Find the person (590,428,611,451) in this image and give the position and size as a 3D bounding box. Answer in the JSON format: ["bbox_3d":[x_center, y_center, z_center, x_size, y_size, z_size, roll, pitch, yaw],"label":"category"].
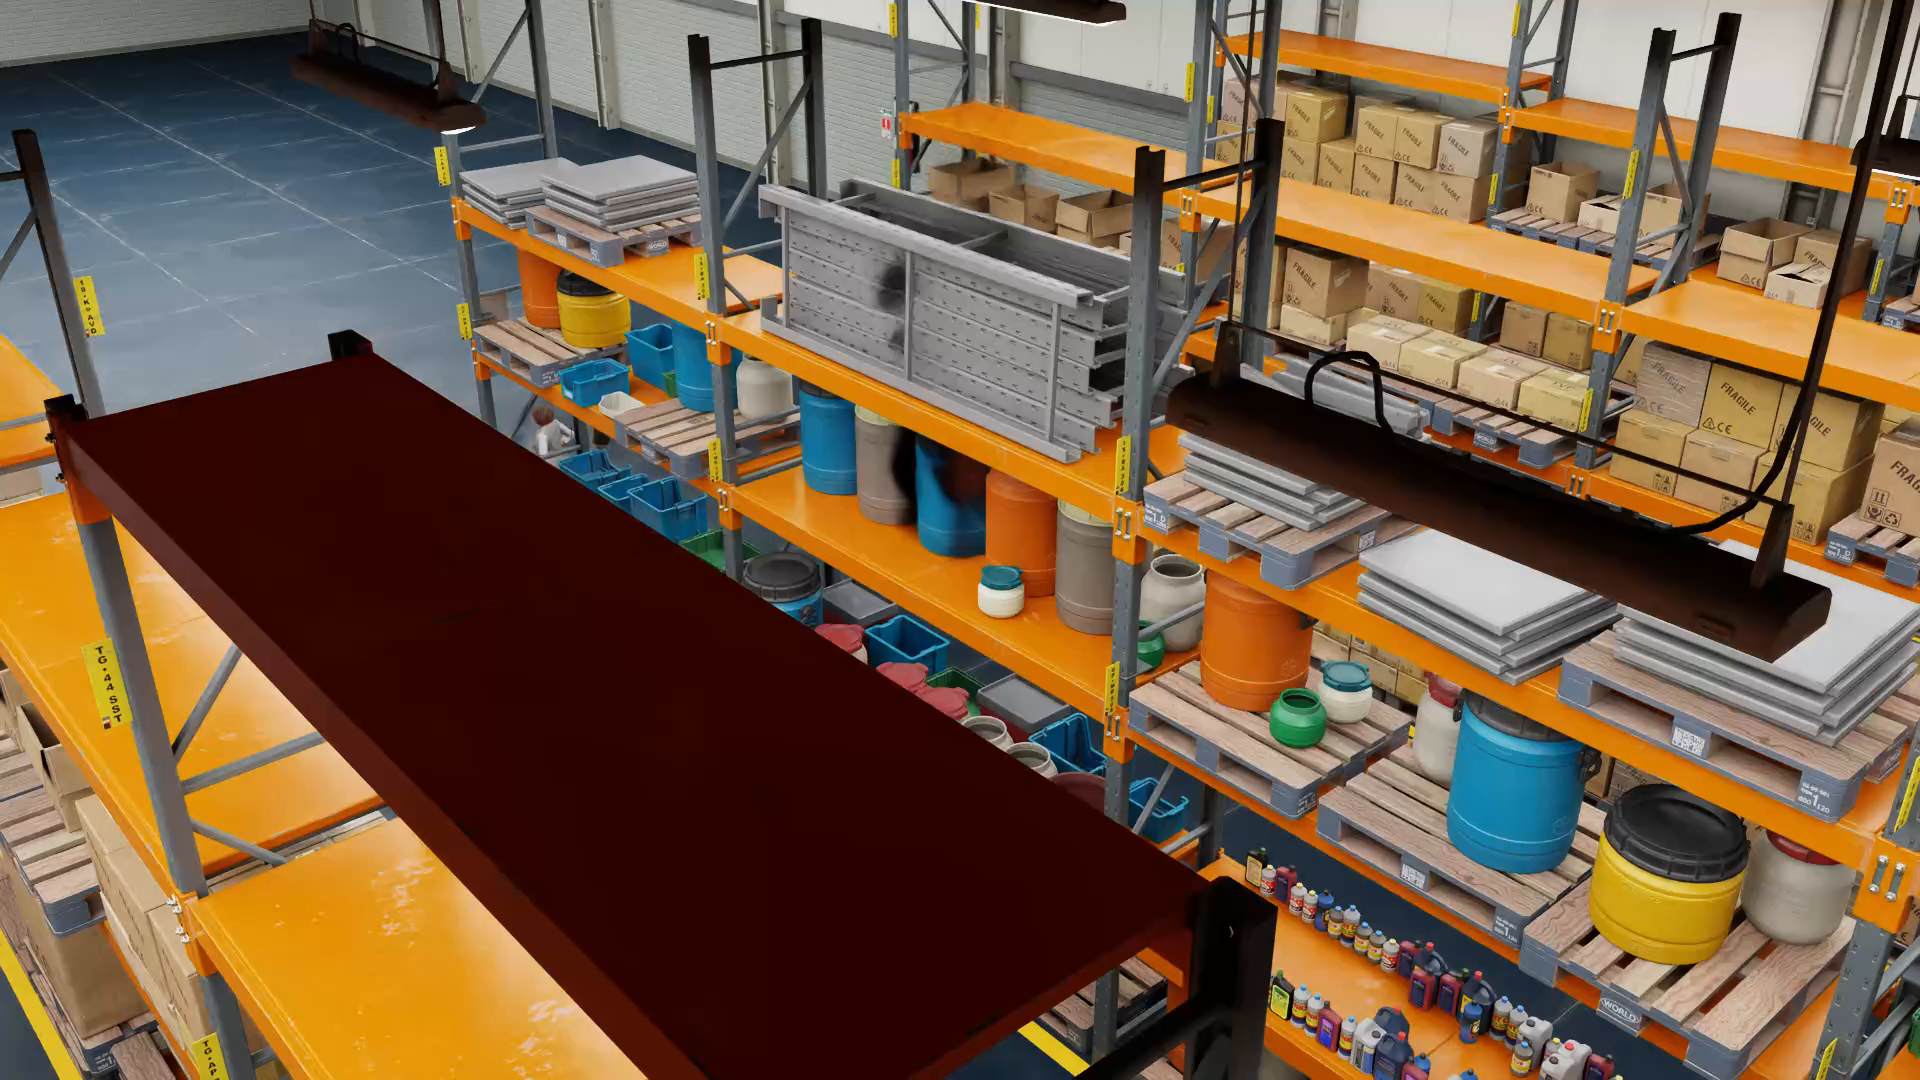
[{"bbox_3d":[-3.961,-1.804,19.154,0.975,1.816,0.679,-5,27,-11],"label":"person"}]

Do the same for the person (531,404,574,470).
[{"bbox_3d":[-4.234,-0.703,17.288,0.506,1.538,0.535,3,27,6],"label":"person"}]
